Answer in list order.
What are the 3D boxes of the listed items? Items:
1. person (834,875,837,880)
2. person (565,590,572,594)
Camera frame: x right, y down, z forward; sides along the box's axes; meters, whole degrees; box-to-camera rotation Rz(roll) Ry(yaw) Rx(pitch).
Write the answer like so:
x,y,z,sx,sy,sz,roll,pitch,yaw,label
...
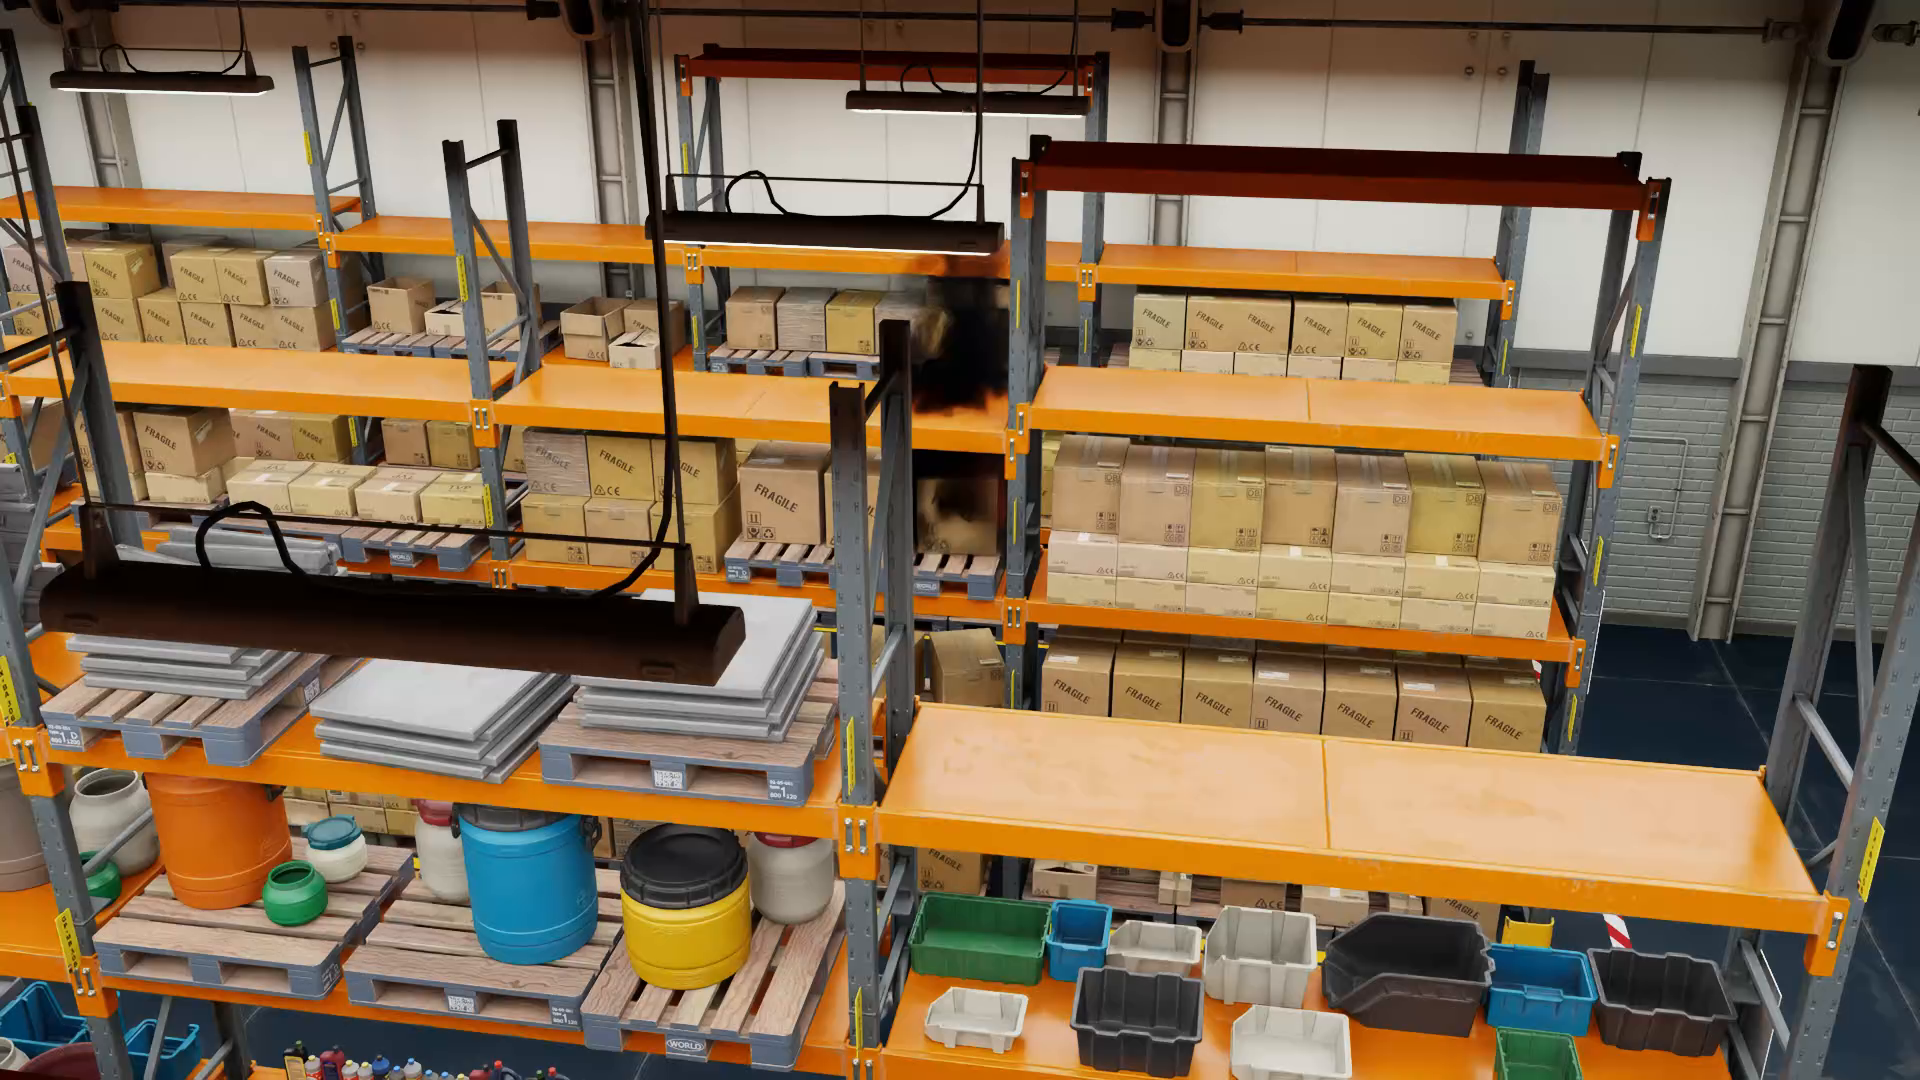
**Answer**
x,y,z,sx,sy,sz,roll,pitch,yaw,label
-0.910,2.868,11.546,0.722,1.652,0.572,2,23,4,person
-3.675,1.205,15.414,0.548,1.630,0.573,1,23,2,person
